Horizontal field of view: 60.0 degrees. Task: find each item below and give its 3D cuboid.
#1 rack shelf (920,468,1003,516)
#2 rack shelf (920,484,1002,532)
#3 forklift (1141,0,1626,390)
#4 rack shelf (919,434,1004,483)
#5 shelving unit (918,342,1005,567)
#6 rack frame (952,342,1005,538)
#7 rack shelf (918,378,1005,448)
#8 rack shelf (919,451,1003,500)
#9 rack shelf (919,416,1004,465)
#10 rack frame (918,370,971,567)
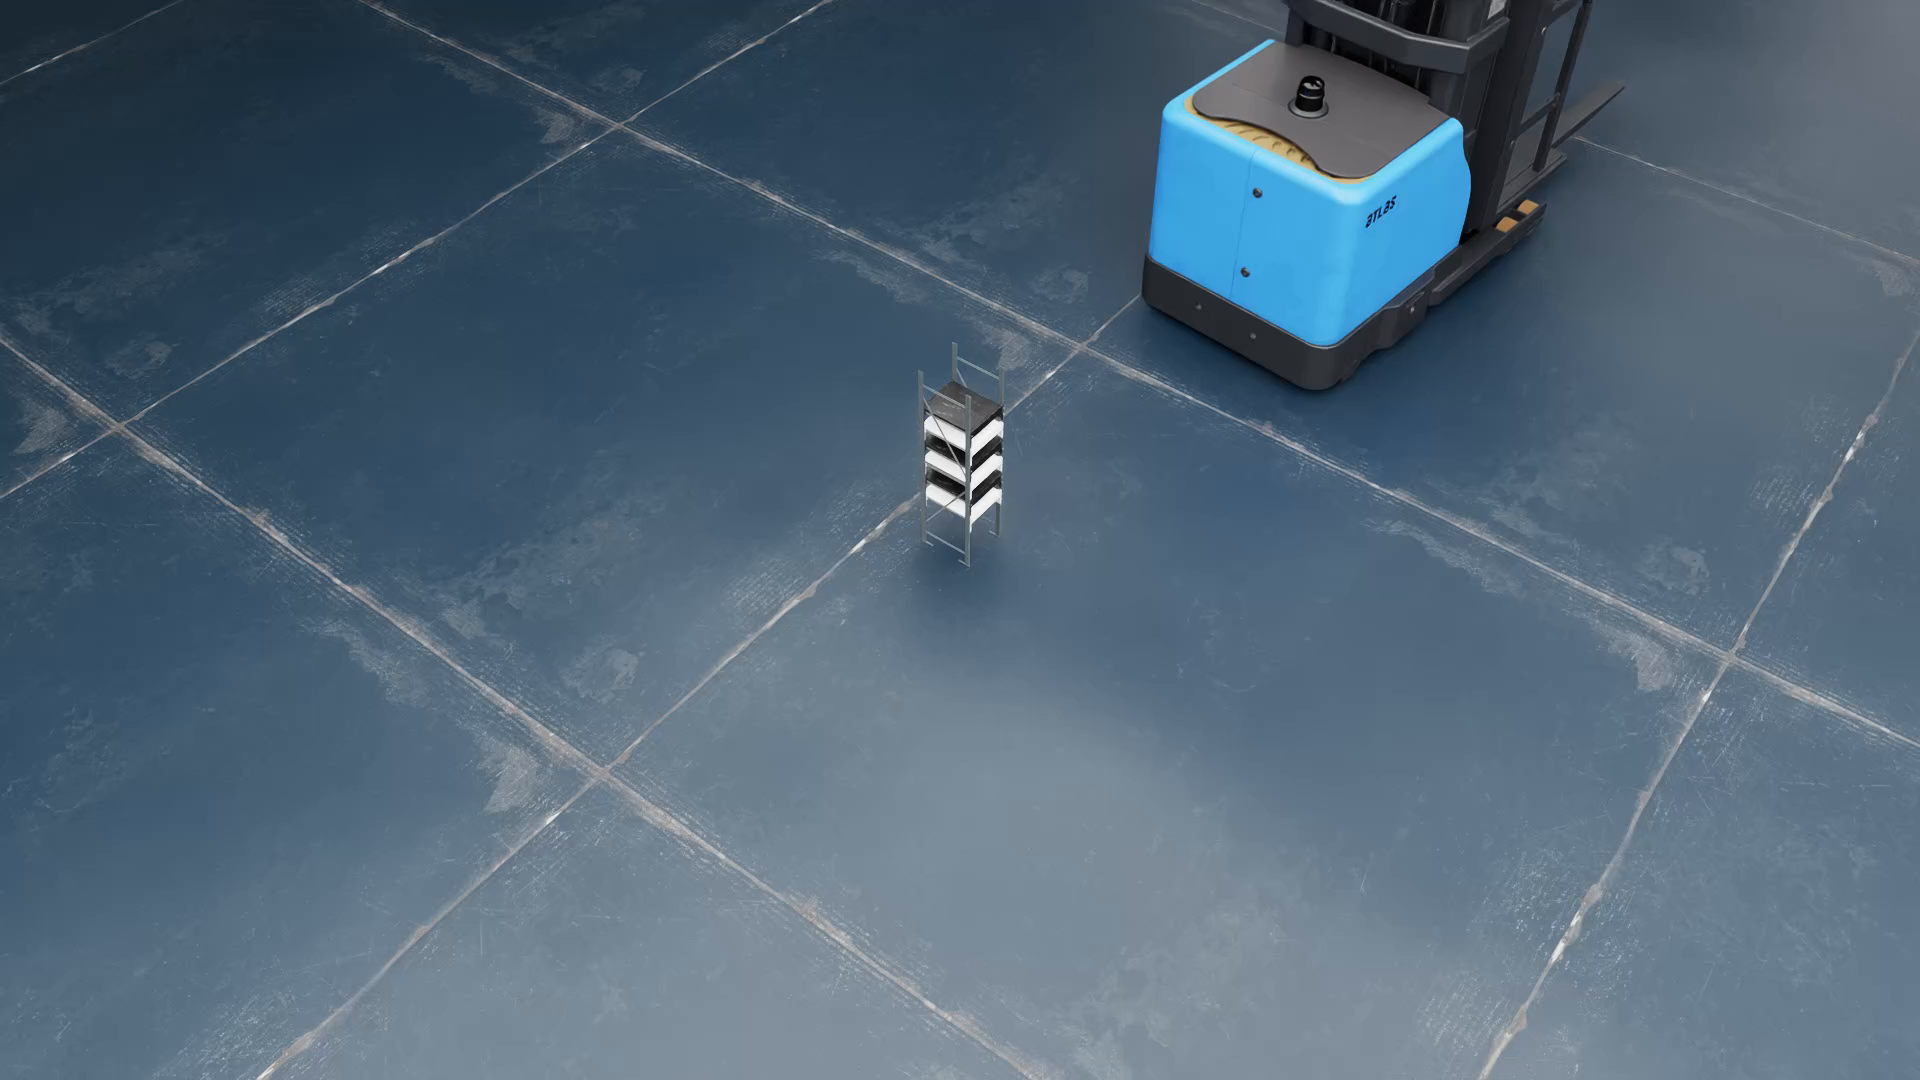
[{"bbox_3d":[0.005,-0.230,6.518,0.258,0.077,0.200,29,53,25],"label":"rack shelf"},{"bbox_3d":[0.005,-0.168,6.583,0.258,0.077,0.200,29,53,25],"label":"rack shelf"},{"bbox_3d":[2.221,-2.641,7.246,1.130,2.935,3.031,34,55,28],"label":"forklift"},{"bbox_3d":[0.005,-0.355,6.388,0.258,0.077,0.200,29,53,25],"label":"rack shelf"},{"bbox_3d":[0.005,-0.315,6.429,0.258,0.900,0.210,29,53,25],"label":"shelving unit"},{"bbox_3d":[0.067,-0.374,6.485,0.240,0.900,0.006,29,53,25],"label":"rack frame"},{"bbox_3d":[0.005,-0.479,6.258,0.258,0.077,0.200,29,53,25],"label":"rack shelf"},{"bbox_3d":[0.005,-0.292,6.453,0.258,0.077,0.200,29,53,25],"label":"rack shelf"},{"bbox_3d":[0.005,-0.417,6.323,0.258,0.077,0.200,29,53,25],"label":"rack shelf"},{"bbox_3d":[-0.057,-0.257,6.373,0.240,0.900,0.006,29,53,25],"label":"rack frame"}]
